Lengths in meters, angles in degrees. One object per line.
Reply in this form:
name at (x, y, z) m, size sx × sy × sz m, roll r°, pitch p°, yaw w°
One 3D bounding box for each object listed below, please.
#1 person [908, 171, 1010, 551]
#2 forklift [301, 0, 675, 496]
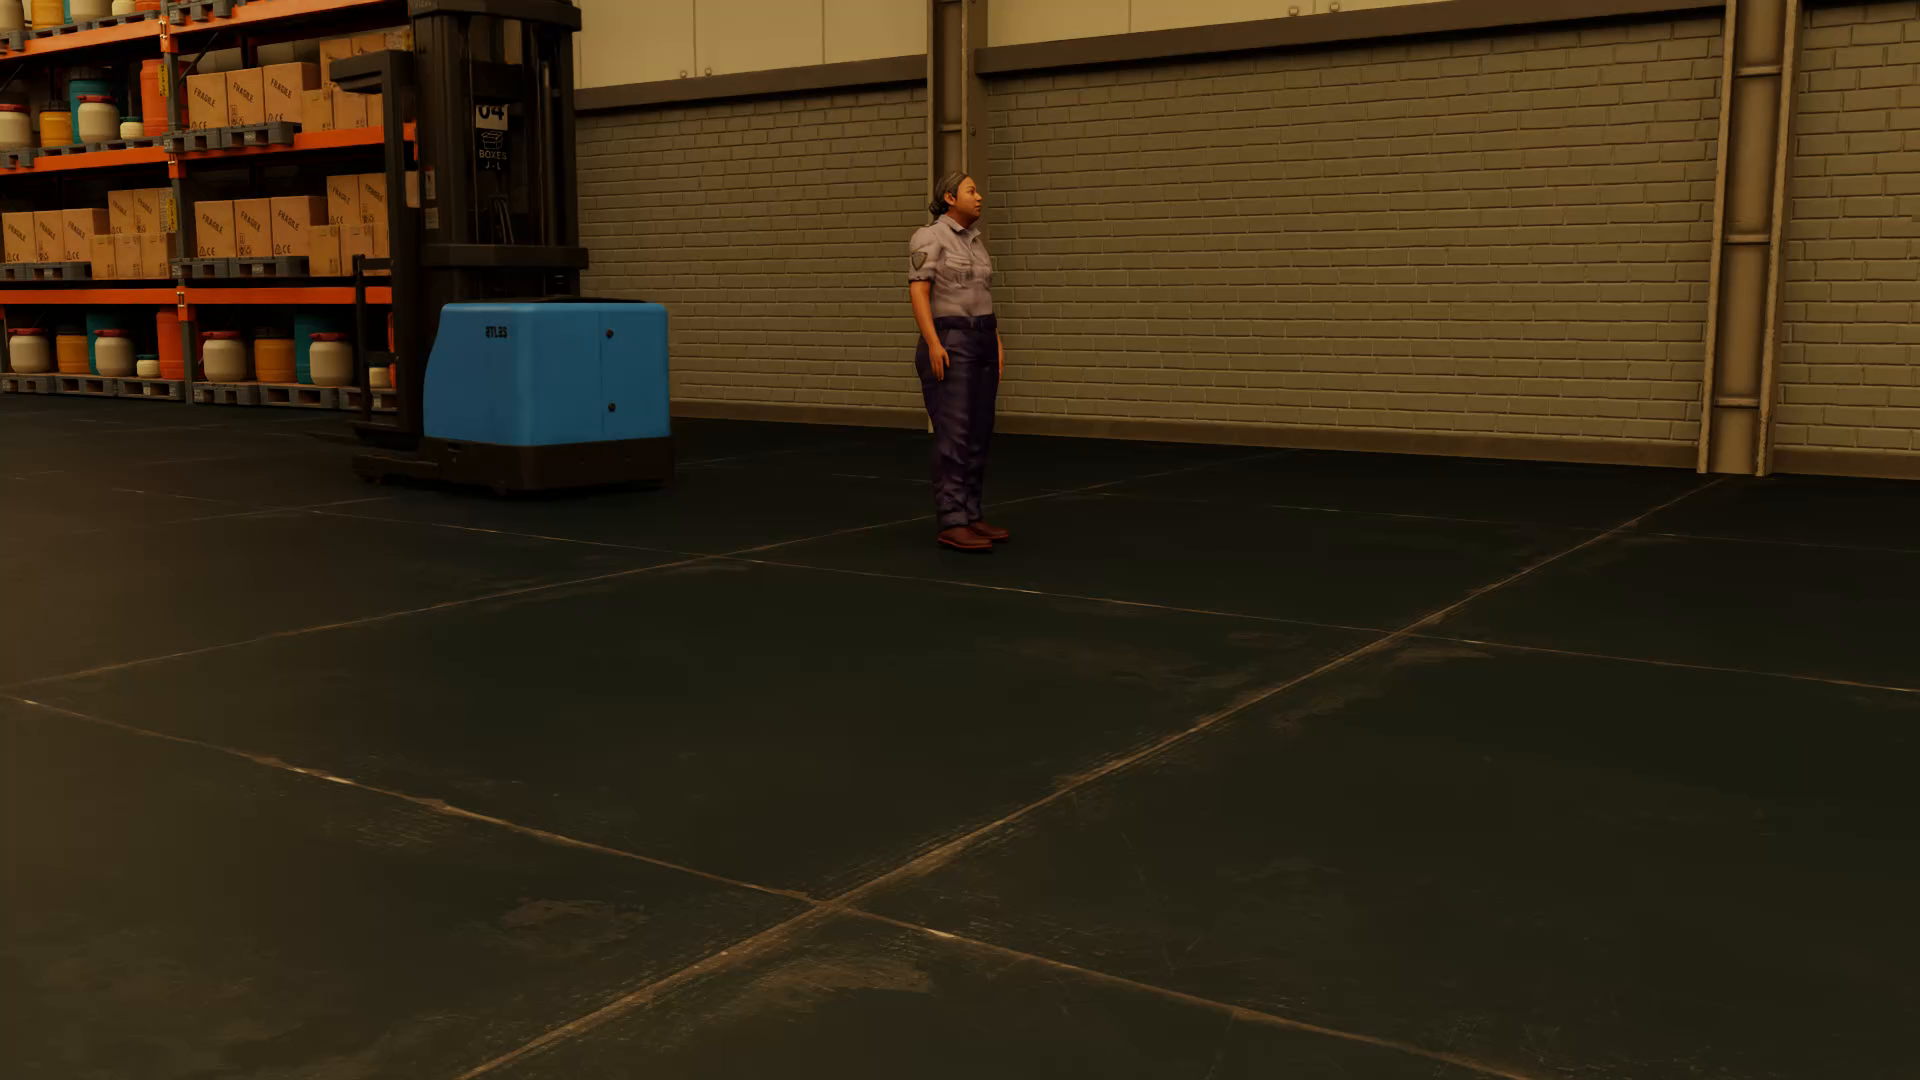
person at (0.061, -0.814, 7.418) m, size 0.503 × 1.651 × 0.598 m, roll 5°, pitch 10°, yaw 34°
forklift at (-3.073, -1.840, 10.129) m, size 3.031 × 2.935 × 1.130 m, roll 8°, pitch 11°, yaw 43°
